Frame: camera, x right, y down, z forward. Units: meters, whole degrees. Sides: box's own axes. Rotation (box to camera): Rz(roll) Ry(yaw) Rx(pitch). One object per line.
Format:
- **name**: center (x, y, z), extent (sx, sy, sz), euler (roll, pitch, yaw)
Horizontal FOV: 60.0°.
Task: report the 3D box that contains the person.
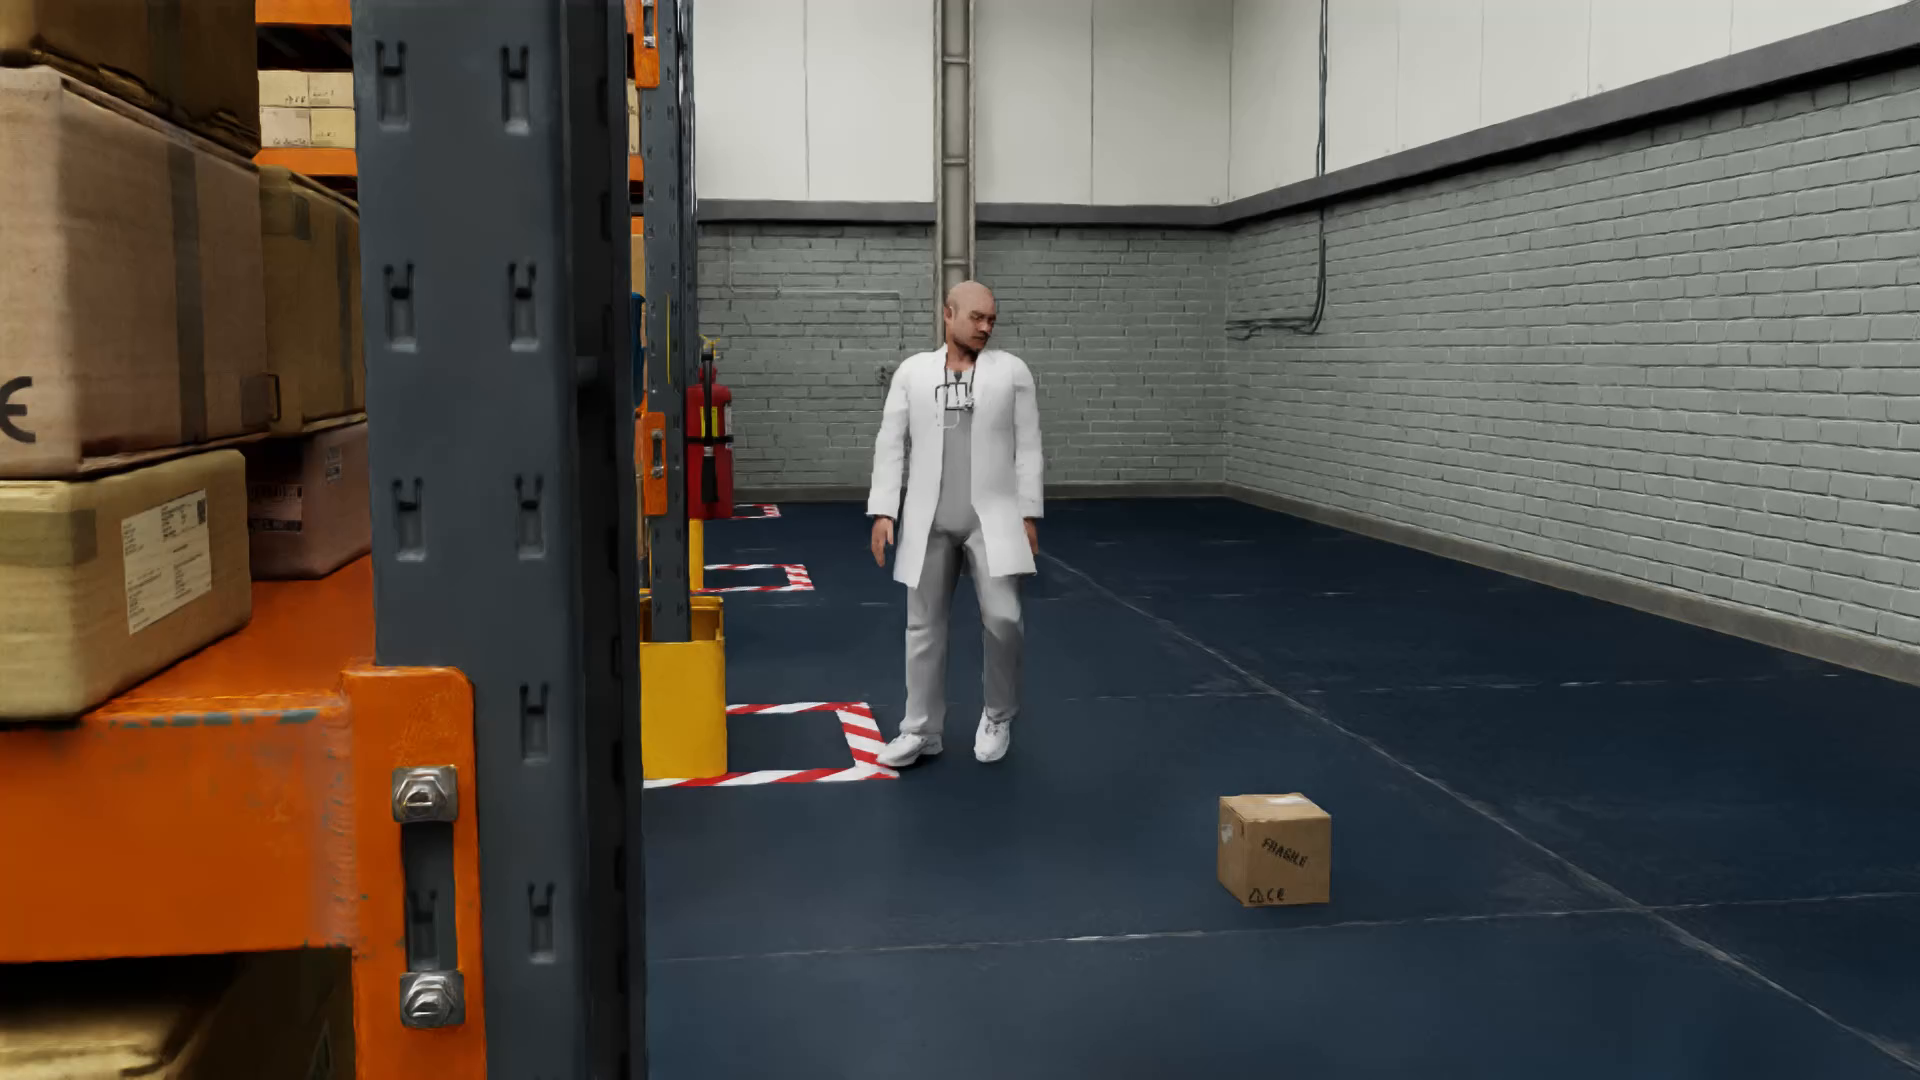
- **person**: center (-0.010, -0.061, 6.175), extent (0.650, 1.778, 0.505), euler (1, 6, 10)
